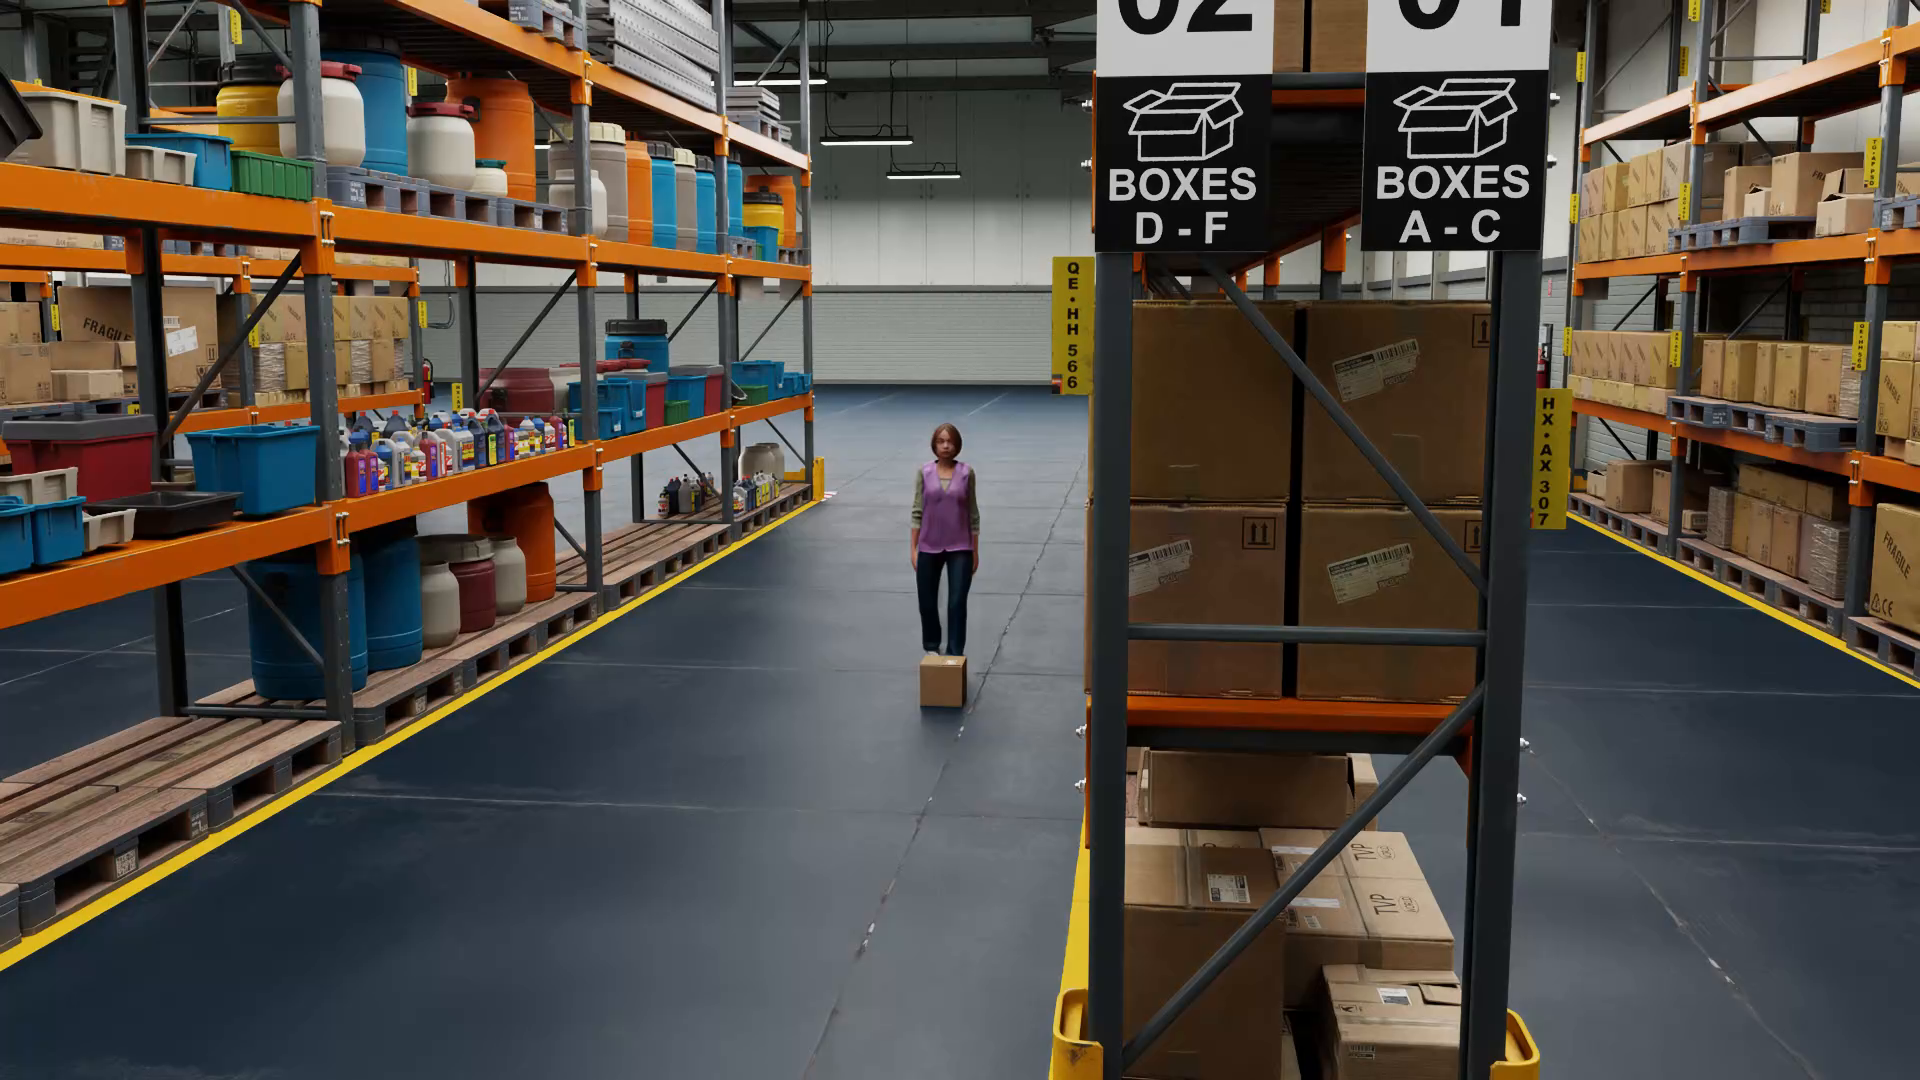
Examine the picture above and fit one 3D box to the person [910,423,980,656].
[{"bbox_3d":[-0.095,0.073,10.238,0.430,1.582,0.671,0,8,3],"label":"person"}]
